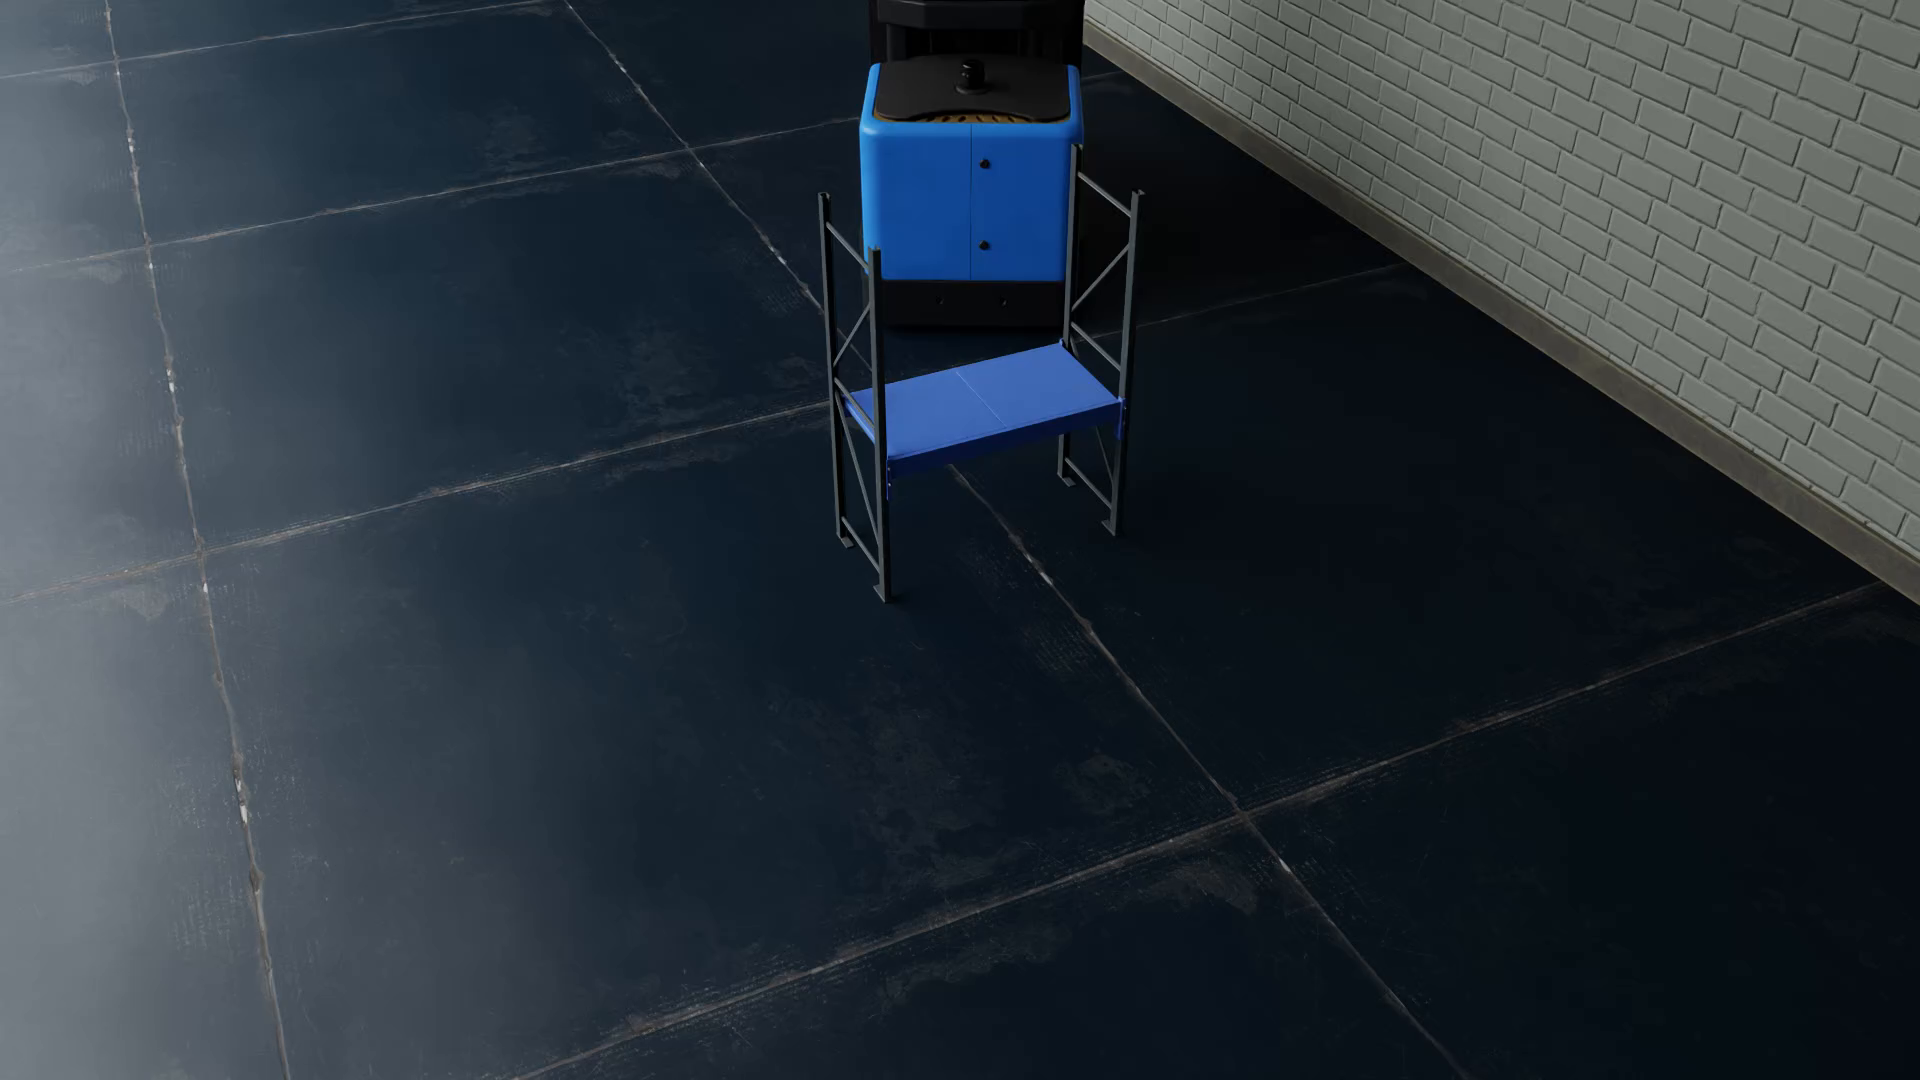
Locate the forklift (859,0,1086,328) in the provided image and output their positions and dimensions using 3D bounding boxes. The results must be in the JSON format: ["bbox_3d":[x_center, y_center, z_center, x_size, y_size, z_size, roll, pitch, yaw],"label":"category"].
[{"bbox_3d":[0.086,-3.046,8.397,1.130,2.935,3.031,1,37,1],"label":"forklift"}]

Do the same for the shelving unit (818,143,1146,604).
[{"bbox_3d":[0.077,-0.624,6.332,1.048,1.500,0.538,-16,39,-20],"label":"shelving unit"}]

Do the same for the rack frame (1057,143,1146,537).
[{"bbox_3d":[0.537,-0.753,6.506,0.032,1.500,0.500,-16,39,-20],"label":"rack frame"}]

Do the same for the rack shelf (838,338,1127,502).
[{"bbox_3d":[0.077,-0.480,6.439,1.000,0.185,0.538,-16,39,-20],"label":"rack shelf"}]

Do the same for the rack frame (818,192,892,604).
[{"bbox_3d":[-0.383,-0.495,6.159,0.032,1.500,0.500,-16,39,-20],"label":"rack frame"}]
